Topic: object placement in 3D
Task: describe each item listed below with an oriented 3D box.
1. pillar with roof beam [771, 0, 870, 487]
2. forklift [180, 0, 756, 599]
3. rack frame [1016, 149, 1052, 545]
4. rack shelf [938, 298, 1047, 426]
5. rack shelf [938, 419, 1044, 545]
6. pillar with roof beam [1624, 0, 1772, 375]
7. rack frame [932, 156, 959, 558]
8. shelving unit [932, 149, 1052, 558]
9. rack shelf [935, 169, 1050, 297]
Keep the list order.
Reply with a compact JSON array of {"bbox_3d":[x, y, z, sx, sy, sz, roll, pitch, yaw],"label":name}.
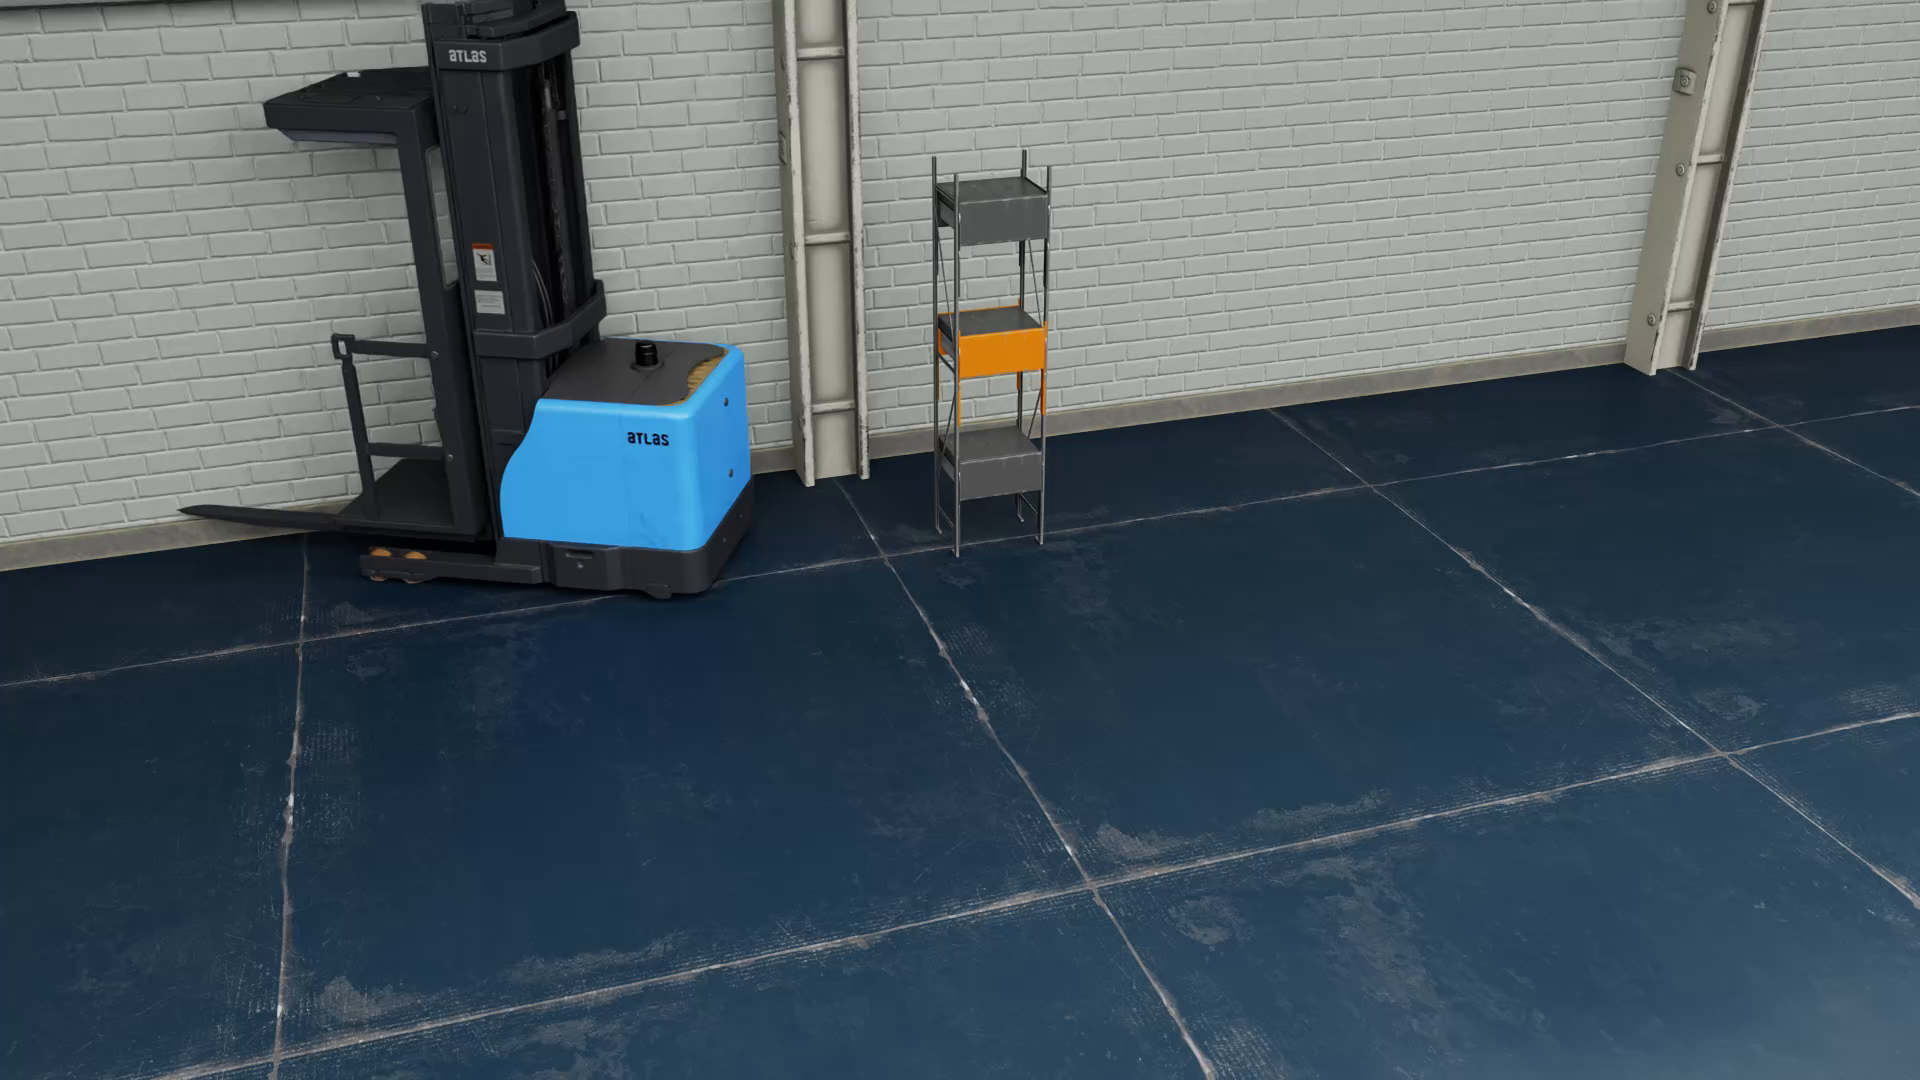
[{"bbox_3d":[0.556,-2.620,4.407,0.400,9.000,9.100,-8,28,-16],"label":"pillar with roof beam"},{"bbox_3d":[-2.714,-1.307,8.587,3.031,2.935,1.130,4,27,9],"label":"forklift"},{"bbox_3d":[0.389,-0.997,8.897,0.015,2.100,0.400,-8,28,-16],"label":"rack frame"},{"bbox_3d":[0.157,-0.951,8.835,0.480,0.518,0.431,-8,28,-16],"label":"rack shelf"},{"bbox_3d":[0.157,-0.324,9.146,0.480,0.518,0.431,-8,28,-16],"label":"rack shelf"},{"bbox_3d":[6.261,-3.446,6.072,0.400,9.000,9.100,-8,28,-16],"label":"pillar with roof beam"},{"bbox_3d":[-0.075,-0.930,8.761,0.015,2.100,0.400,-8,28,-16],"label":"rack frame"},{"bbox_3d":[0.157,-0.963,8.829,0.503,2.100,0.431,-8,28,-16],"label":"shelving unit"},{"bbox_3d":[0.157,-1.578,8.524,0.480,0.518,0.431,-8,28,-16],"label":"rack shelf"}]
